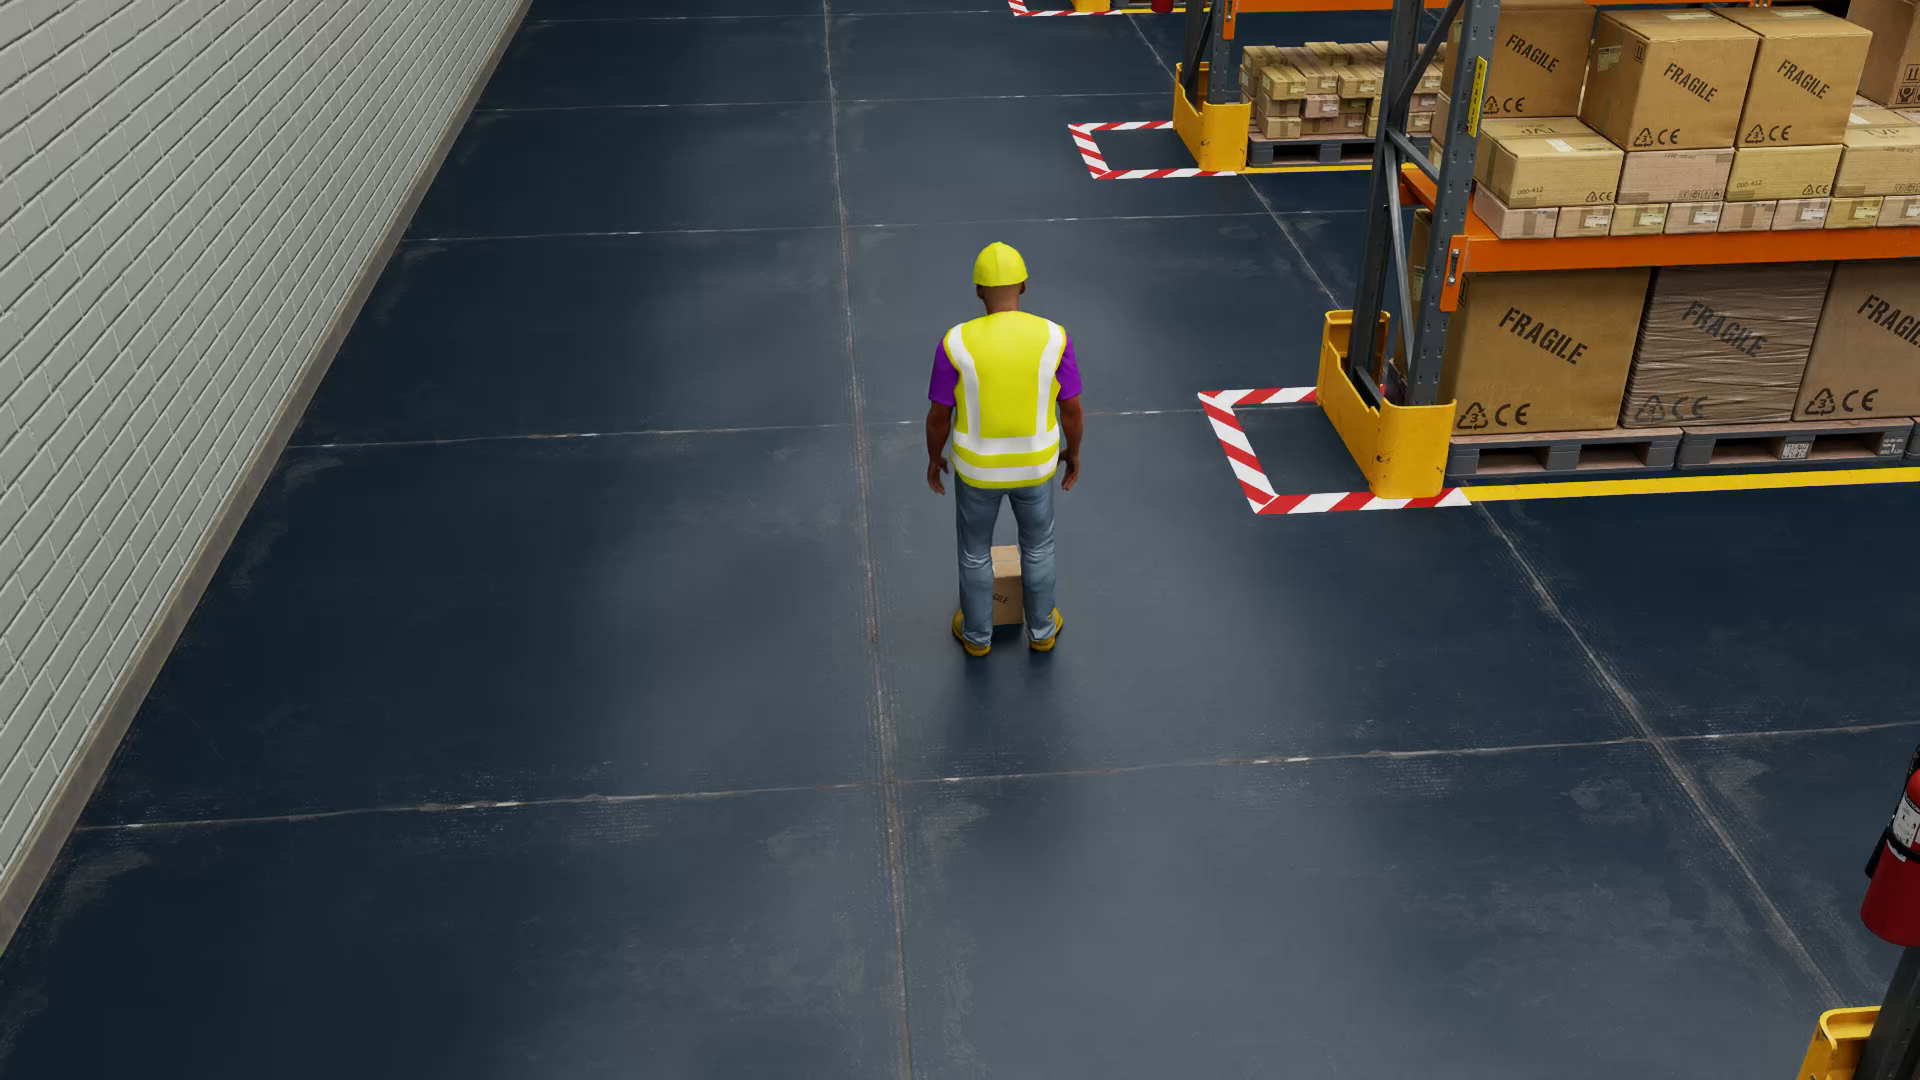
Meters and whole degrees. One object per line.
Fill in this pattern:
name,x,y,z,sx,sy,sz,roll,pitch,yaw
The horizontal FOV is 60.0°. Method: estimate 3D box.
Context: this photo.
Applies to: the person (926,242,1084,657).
person,0.177,-0.330,6.666,0.628,1.761,0.457,-3,31,-4
